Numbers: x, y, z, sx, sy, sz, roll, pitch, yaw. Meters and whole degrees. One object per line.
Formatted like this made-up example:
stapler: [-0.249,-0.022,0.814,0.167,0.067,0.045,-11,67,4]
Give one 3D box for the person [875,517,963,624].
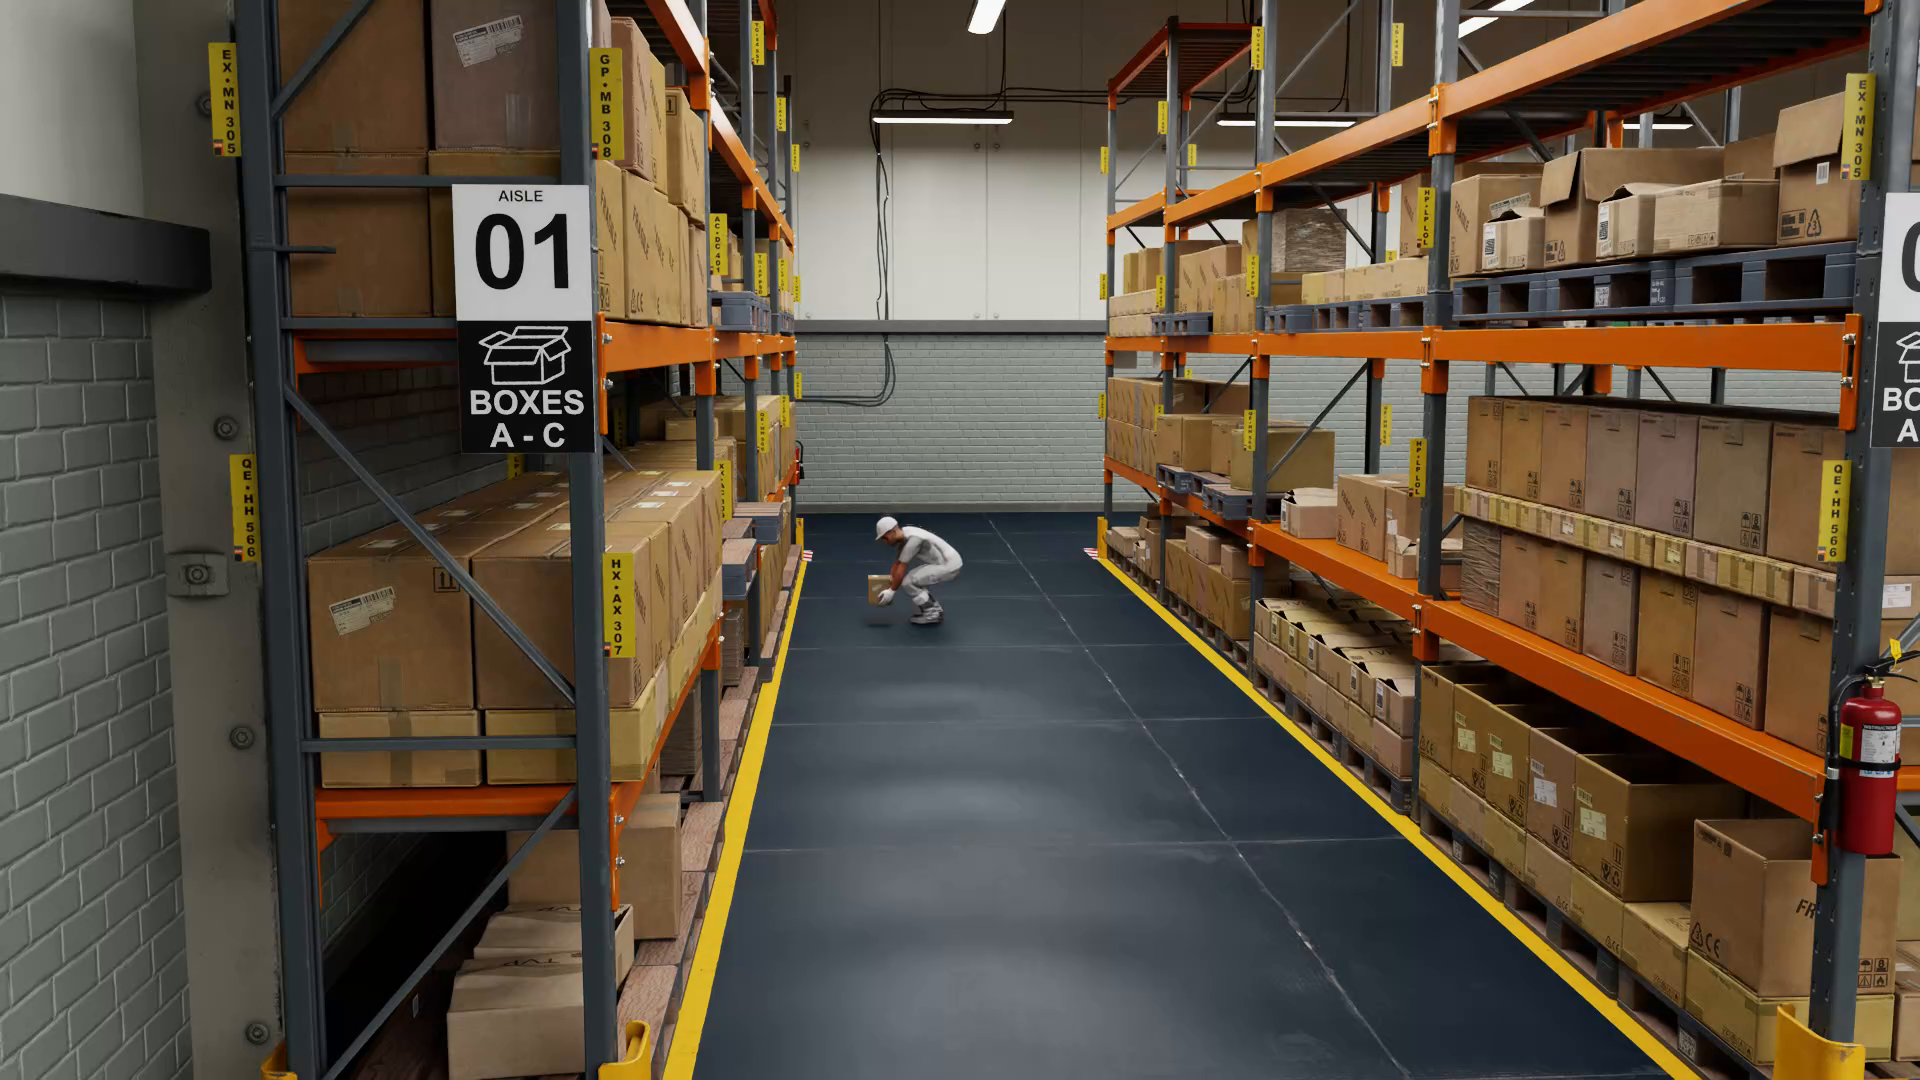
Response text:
person: [-0.406,0.290,16.324,0.870,1.055,0.575,0,7,-4]
